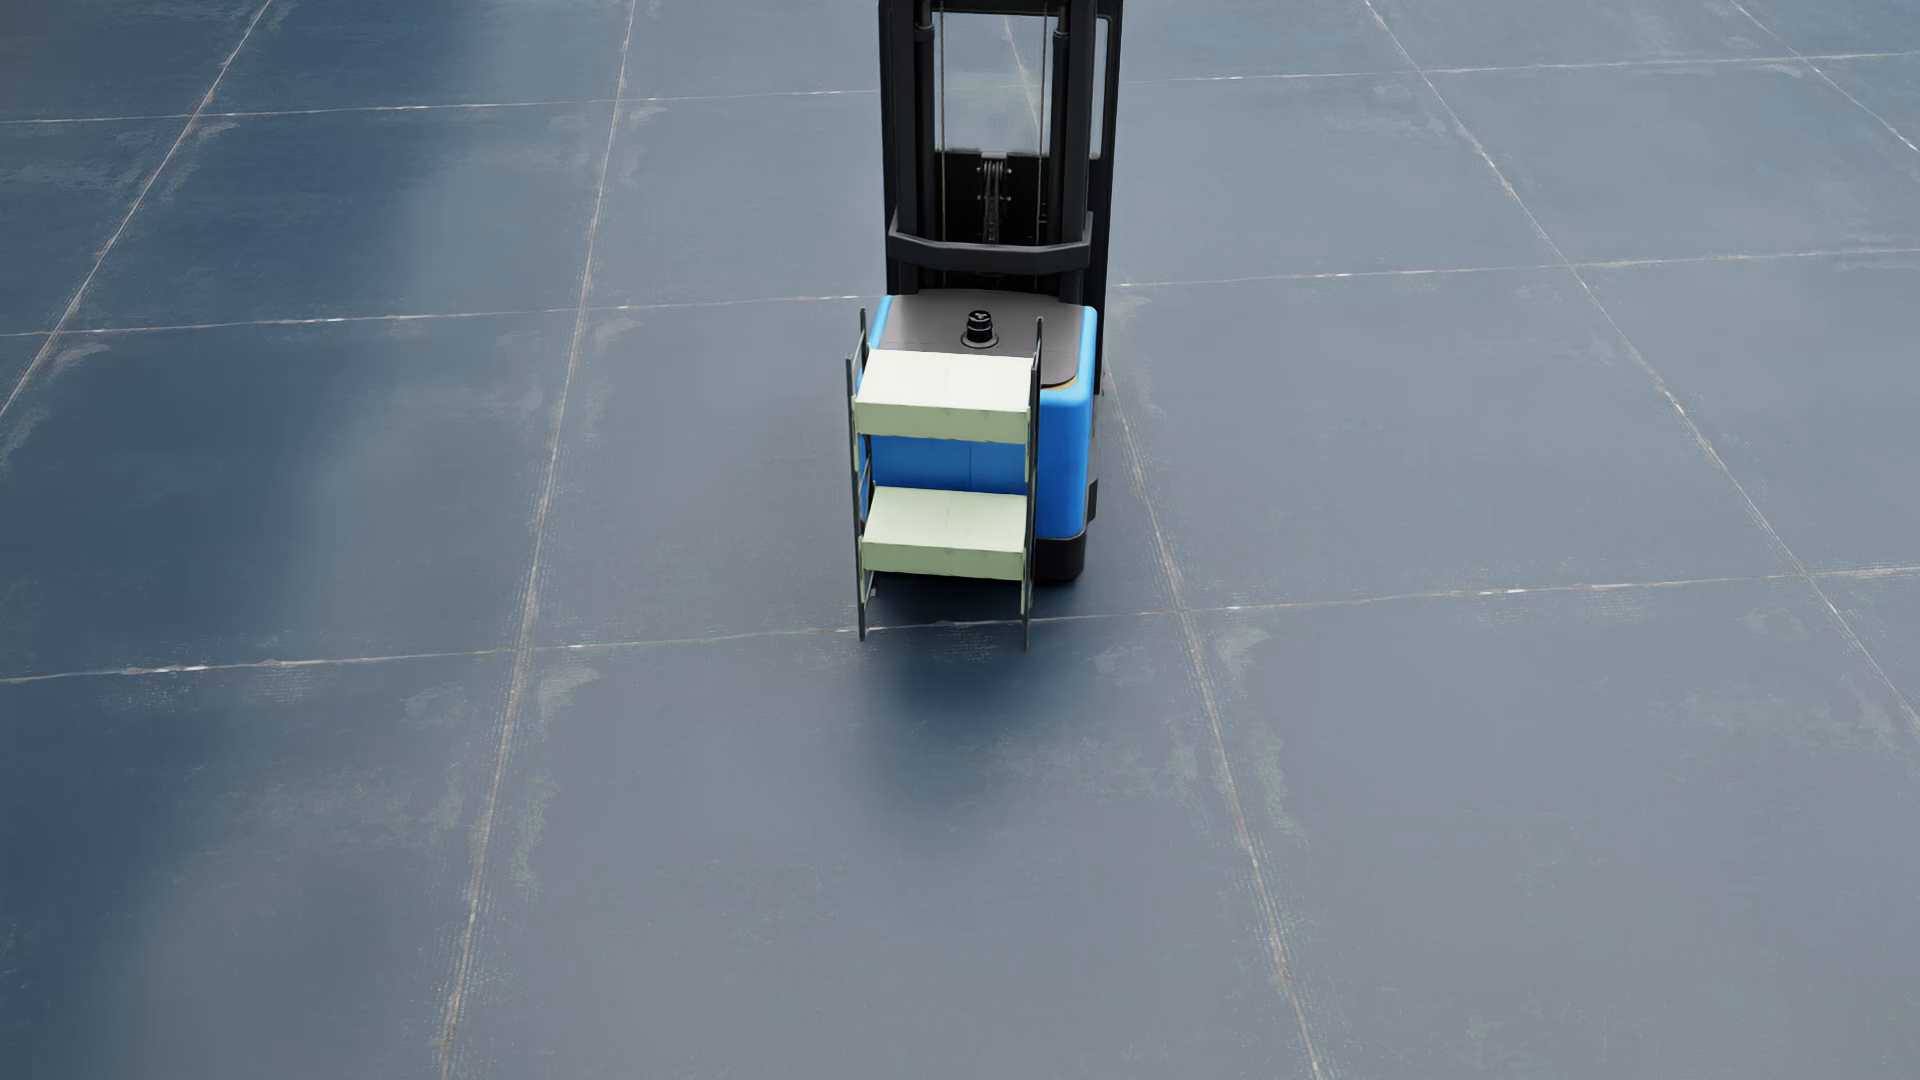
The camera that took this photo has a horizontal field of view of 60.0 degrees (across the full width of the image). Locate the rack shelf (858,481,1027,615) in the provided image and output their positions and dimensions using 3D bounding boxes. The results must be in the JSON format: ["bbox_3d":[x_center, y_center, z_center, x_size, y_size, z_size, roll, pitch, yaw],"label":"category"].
[{"bbox_3d":[-0.056,0.031,7.348,0.720,0.370,0.431,4,39,5],"label":"rack shelf"}]

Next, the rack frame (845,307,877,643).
[{"bbox_3d":[-0.420,-0.249,7.177,0.023,1.500,0.400,4,39,5],"label":"rack frame"}]

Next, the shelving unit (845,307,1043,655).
[{"bbox_3d":[-0.056,-0.225,7.146,0.755,1.500,0.431,4,39,5],"label":"shelving unit"}]

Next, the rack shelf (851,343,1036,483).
[{"bbox_3d":[-0.056,-0.531,6.904,0.720,0.370,0.431,4,39,5],"label":"rack shelf"}]

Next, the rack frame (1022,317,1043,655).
[{"bbox_3d":[0.308,-0.201,7.115,0.023,1.500,0.400,4,39,5],"label":"rack frame"}]

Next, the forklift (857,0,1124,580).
[{"bbox_3d":[0.206,-1.866,8.071,1.130,2.935,3.031,4,38,5],"label":"forklift"}]
